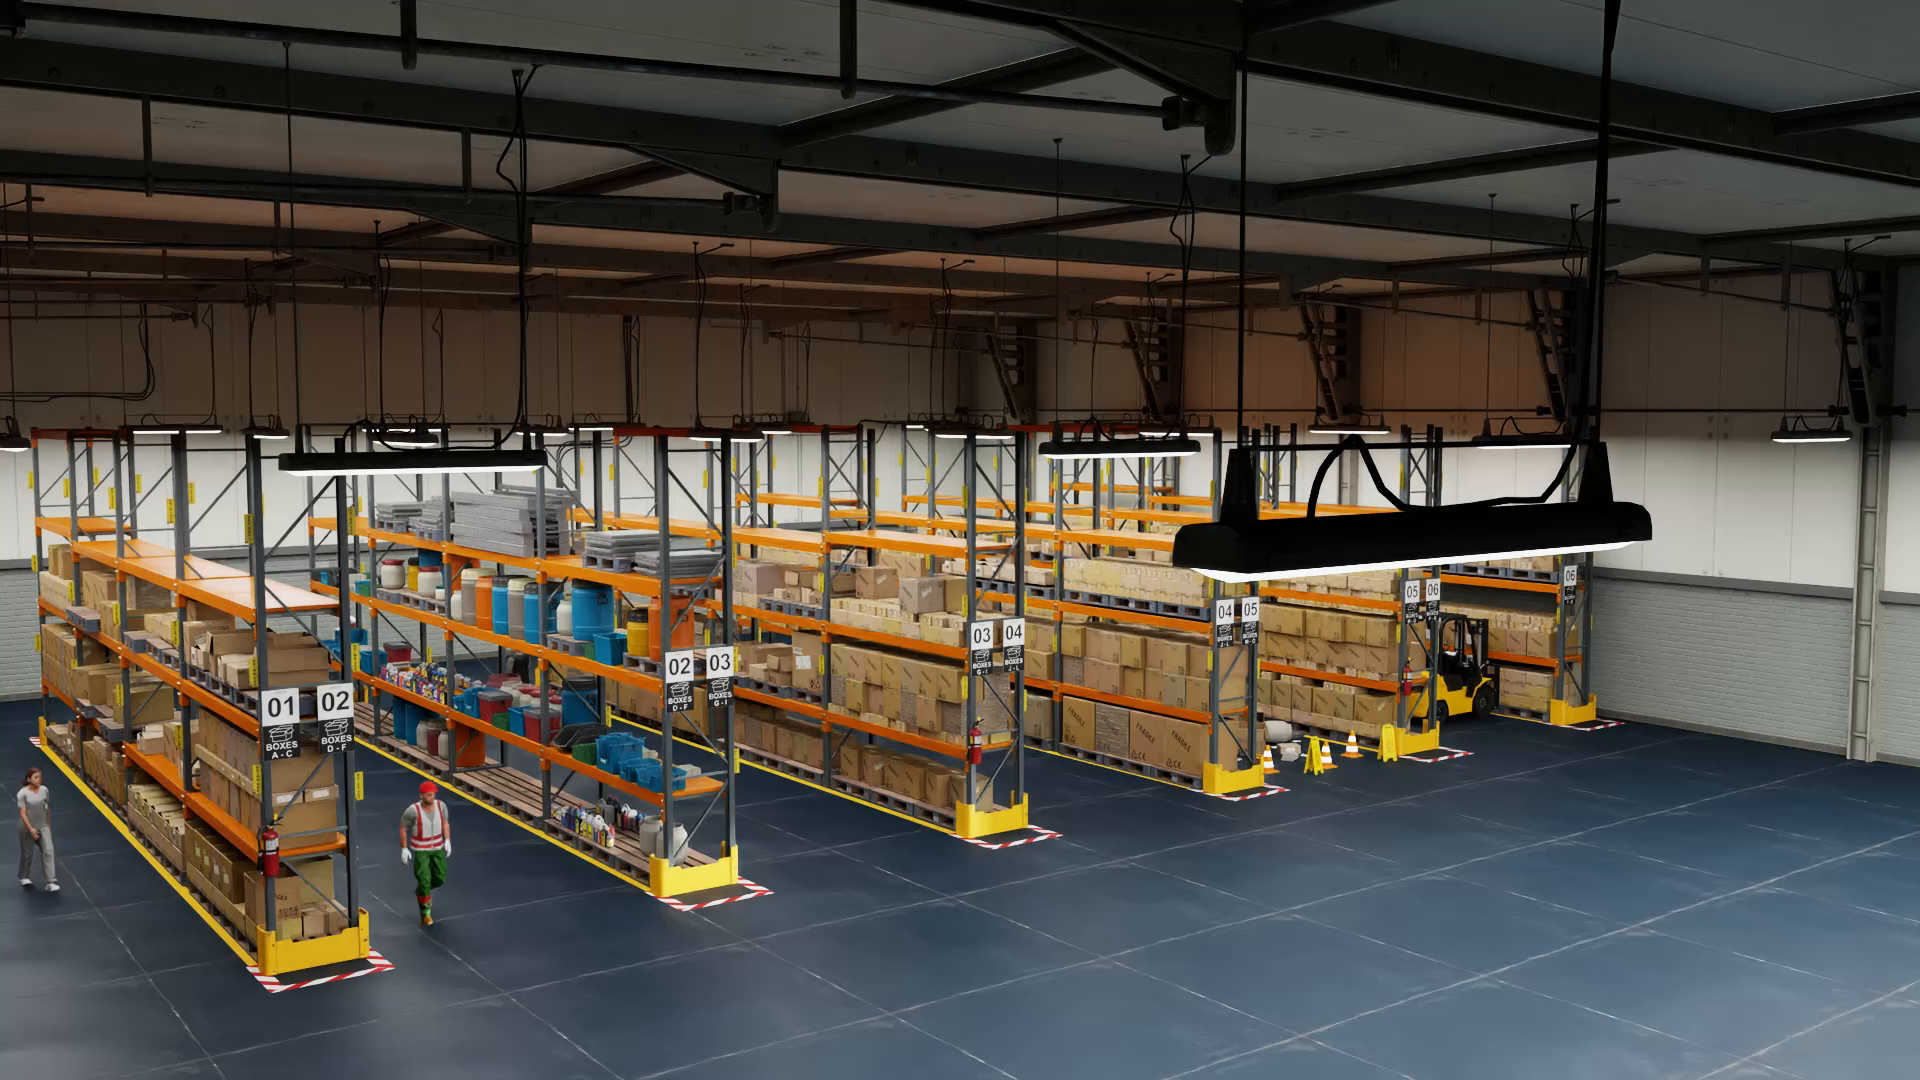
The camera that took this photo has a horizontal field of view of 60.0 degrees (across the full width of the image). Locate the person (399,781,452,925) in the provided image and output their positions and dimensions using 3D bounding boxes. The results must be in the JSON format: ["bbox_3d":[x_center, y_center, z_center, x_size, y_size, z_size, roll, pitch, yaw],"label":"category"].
[{"bbox_3d":[-6.666,3.835,20.650,0.620,1.764,0.701,-4,6,-43],"label":"person"}]

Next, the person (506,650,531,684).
[{"bbox_3d":[-8.729,2.887,32.888,0.570,1.712,0.464,-4,6,-43],"label":"person"}]

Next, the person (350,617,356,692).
[{"bbox_3d":[-13.619,2.568,37.072,0.705,1.718,0.631,-4,6,-43],"label":"person"}]

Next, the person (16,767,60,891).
[{"bbox_3d":[-12.141,3.788,21.888,1.009,1.607,0.450,3,6,38],"label":"person"}]
